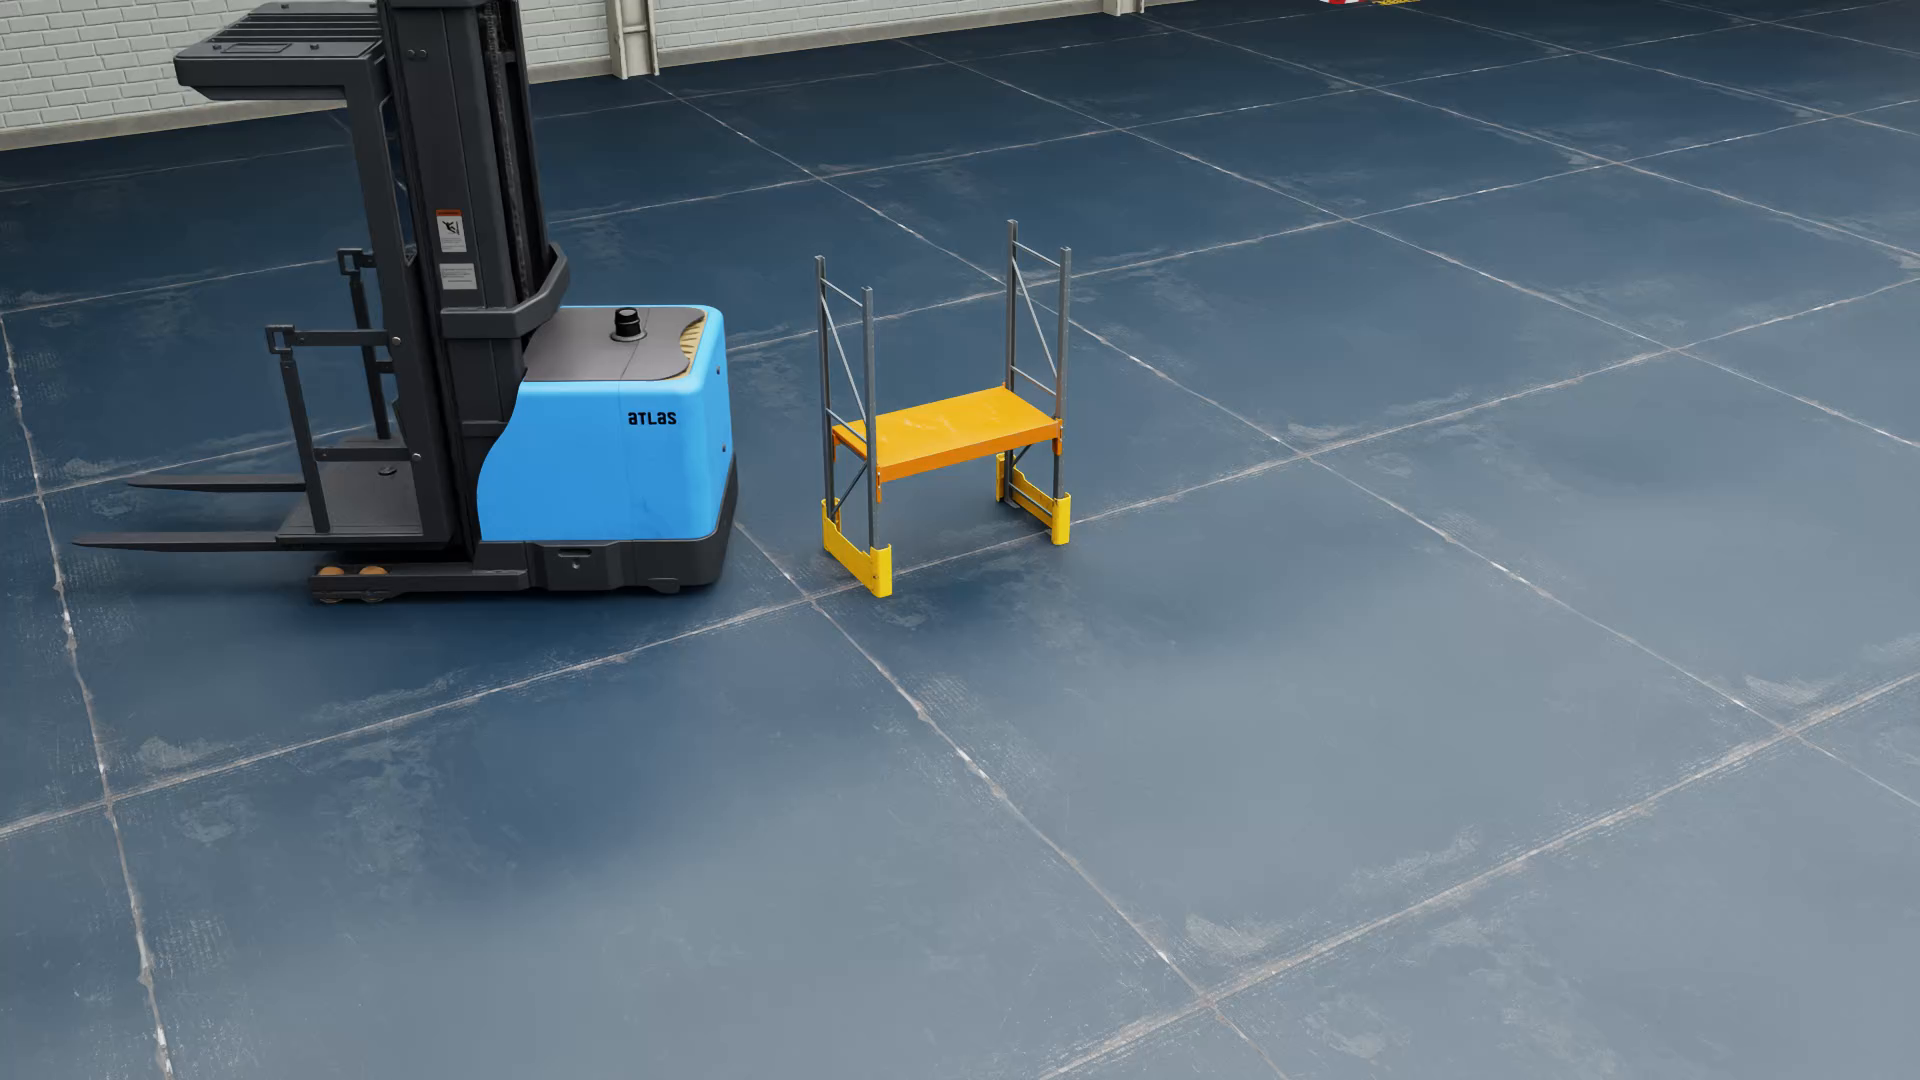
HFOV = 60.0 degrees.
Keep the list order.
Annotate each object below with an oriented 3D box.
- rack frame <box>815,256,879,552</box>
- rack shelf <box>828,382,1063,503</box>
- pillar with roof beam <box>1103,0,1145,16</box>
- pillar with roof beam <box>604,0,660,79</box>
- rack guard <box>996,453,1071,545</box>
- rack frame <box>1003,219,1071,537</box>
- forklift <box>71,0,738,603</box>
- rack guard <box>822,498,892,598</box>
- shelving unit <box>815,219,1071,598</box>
[{"bbox_3d":[-0.512,-0.511,7.624,0.032,1.500,0.500,-16,33,-26],"label":"rack frame"},{"bbox_3d":[-0.074,-0.478,7.937,1.000,0.185,0.538,-16,33,-26],"label":"rack shelf"},{"bbox_3d":[4.083,-8.316,14.006,0.400,9.000,9.100,-16,33,-26],"label":"pillar with roof beam"},{"bbox_3d":[-1.090,-6.847,11.344,0.400,9.000,9.100,-16,33,-26],"label":"pillar with roof beam"},{"bbox_3d":[0.364,-0.213,8.377,0.087,0.250,0.587,-16,33,-26],"label":"rack guard"},{"bbox_3d":[0.365,-0.760,8.075,0.032,1.500,0.500,-16,33,-26],"label":"rack frame"},{"bbox_3d":[-2.646,-1.249,7.480,3.031,2.935,1.130,-1,29,-1],"label":"forklift"},{"bbox_3d":[-0.495,0.031,7.935,0.087,0.250,0.587,-16,33,-26],"label":"rack guard"},{"bbox_3d":[-0.066,-0.638,7.854,1.083,1.500,0.587,-16,33,-26],"label":"shelving unit"}]
